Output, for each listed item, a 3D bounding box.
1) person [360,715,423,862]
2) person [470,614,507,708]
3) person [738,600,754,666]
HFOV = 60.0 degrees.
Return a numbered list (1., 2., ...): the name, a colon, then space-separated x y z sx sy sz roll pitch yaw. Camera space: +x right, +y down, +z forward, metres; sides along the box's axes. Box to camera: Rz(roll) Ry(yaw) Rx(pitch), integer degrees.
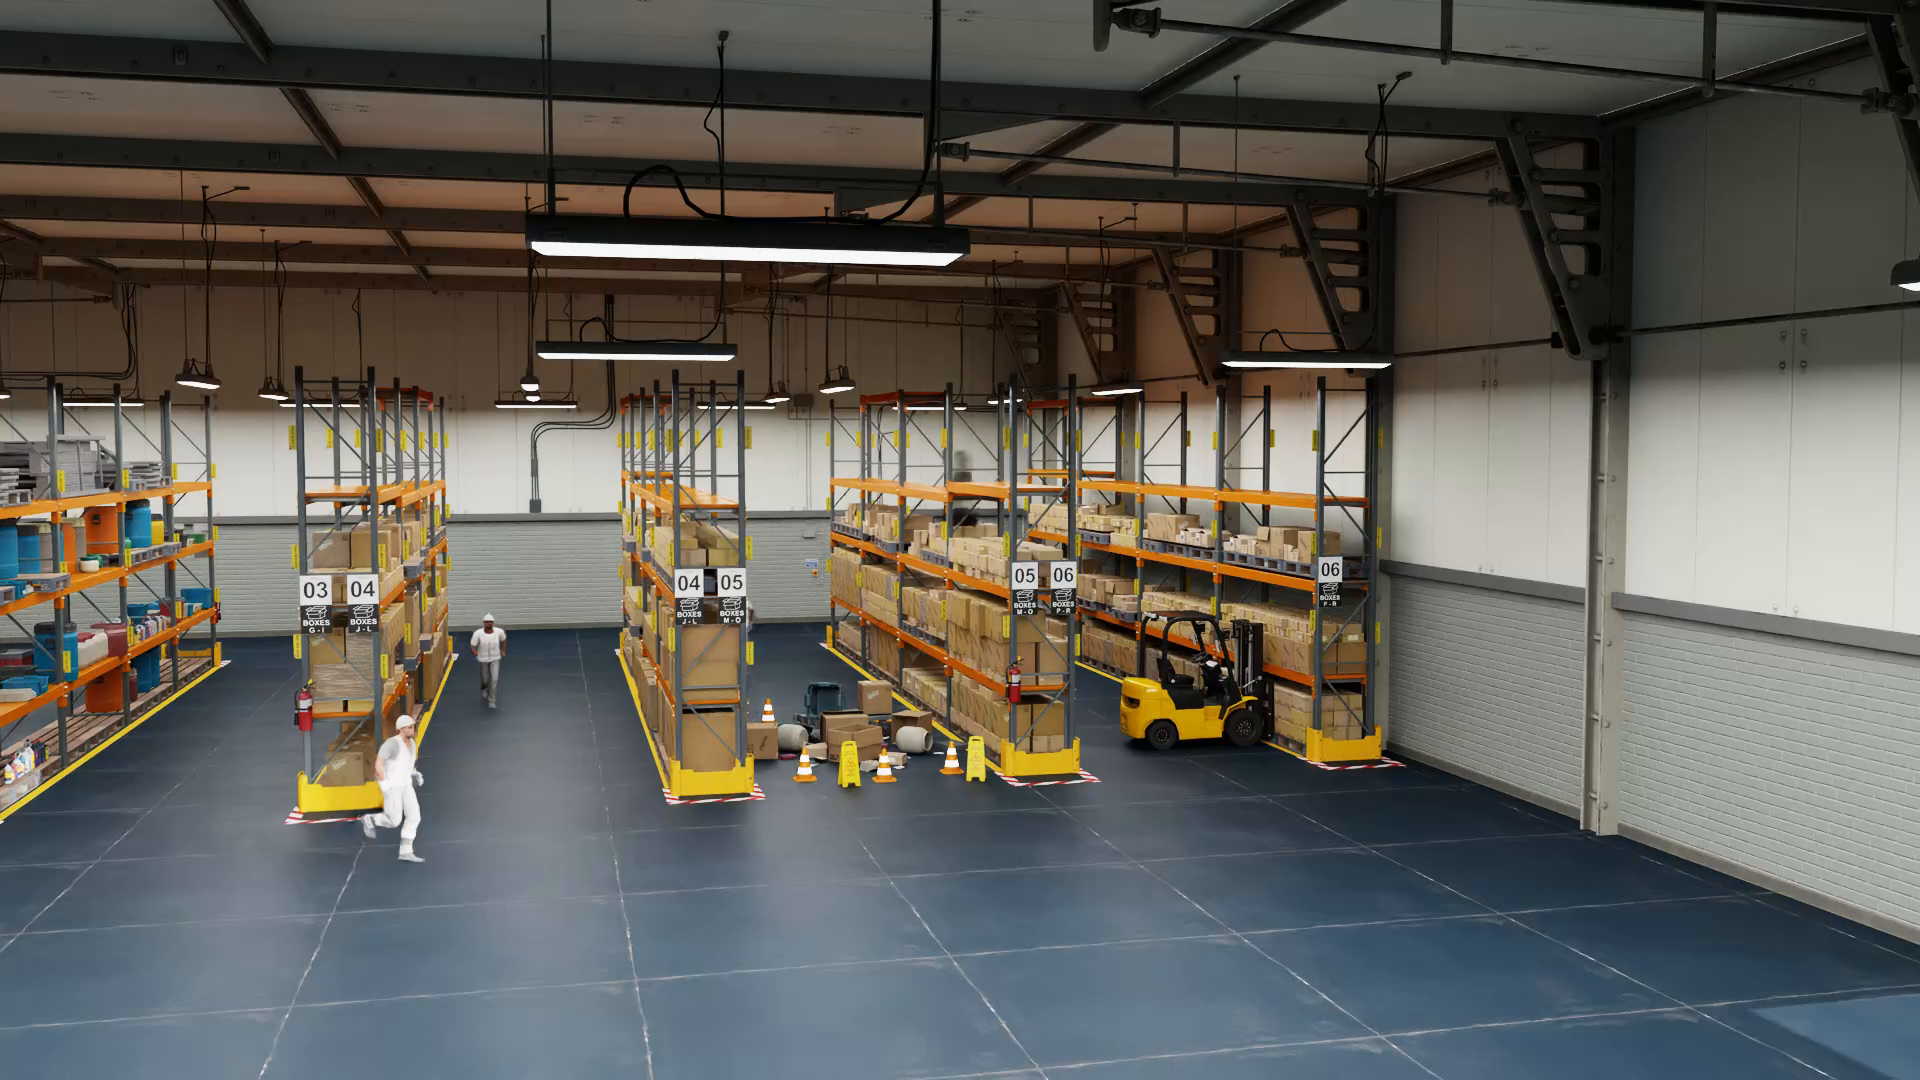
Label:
1. person: -6.792 2.965 19.914 0.846 1.759 0.674 1 4 20
2. person: -8.879 2.260 31.341 0.685 1.744 0.900 -1 4 -21
3. person: -4.913 1.969 36.898 0.680 1.713 0.856 -1 3 -12
